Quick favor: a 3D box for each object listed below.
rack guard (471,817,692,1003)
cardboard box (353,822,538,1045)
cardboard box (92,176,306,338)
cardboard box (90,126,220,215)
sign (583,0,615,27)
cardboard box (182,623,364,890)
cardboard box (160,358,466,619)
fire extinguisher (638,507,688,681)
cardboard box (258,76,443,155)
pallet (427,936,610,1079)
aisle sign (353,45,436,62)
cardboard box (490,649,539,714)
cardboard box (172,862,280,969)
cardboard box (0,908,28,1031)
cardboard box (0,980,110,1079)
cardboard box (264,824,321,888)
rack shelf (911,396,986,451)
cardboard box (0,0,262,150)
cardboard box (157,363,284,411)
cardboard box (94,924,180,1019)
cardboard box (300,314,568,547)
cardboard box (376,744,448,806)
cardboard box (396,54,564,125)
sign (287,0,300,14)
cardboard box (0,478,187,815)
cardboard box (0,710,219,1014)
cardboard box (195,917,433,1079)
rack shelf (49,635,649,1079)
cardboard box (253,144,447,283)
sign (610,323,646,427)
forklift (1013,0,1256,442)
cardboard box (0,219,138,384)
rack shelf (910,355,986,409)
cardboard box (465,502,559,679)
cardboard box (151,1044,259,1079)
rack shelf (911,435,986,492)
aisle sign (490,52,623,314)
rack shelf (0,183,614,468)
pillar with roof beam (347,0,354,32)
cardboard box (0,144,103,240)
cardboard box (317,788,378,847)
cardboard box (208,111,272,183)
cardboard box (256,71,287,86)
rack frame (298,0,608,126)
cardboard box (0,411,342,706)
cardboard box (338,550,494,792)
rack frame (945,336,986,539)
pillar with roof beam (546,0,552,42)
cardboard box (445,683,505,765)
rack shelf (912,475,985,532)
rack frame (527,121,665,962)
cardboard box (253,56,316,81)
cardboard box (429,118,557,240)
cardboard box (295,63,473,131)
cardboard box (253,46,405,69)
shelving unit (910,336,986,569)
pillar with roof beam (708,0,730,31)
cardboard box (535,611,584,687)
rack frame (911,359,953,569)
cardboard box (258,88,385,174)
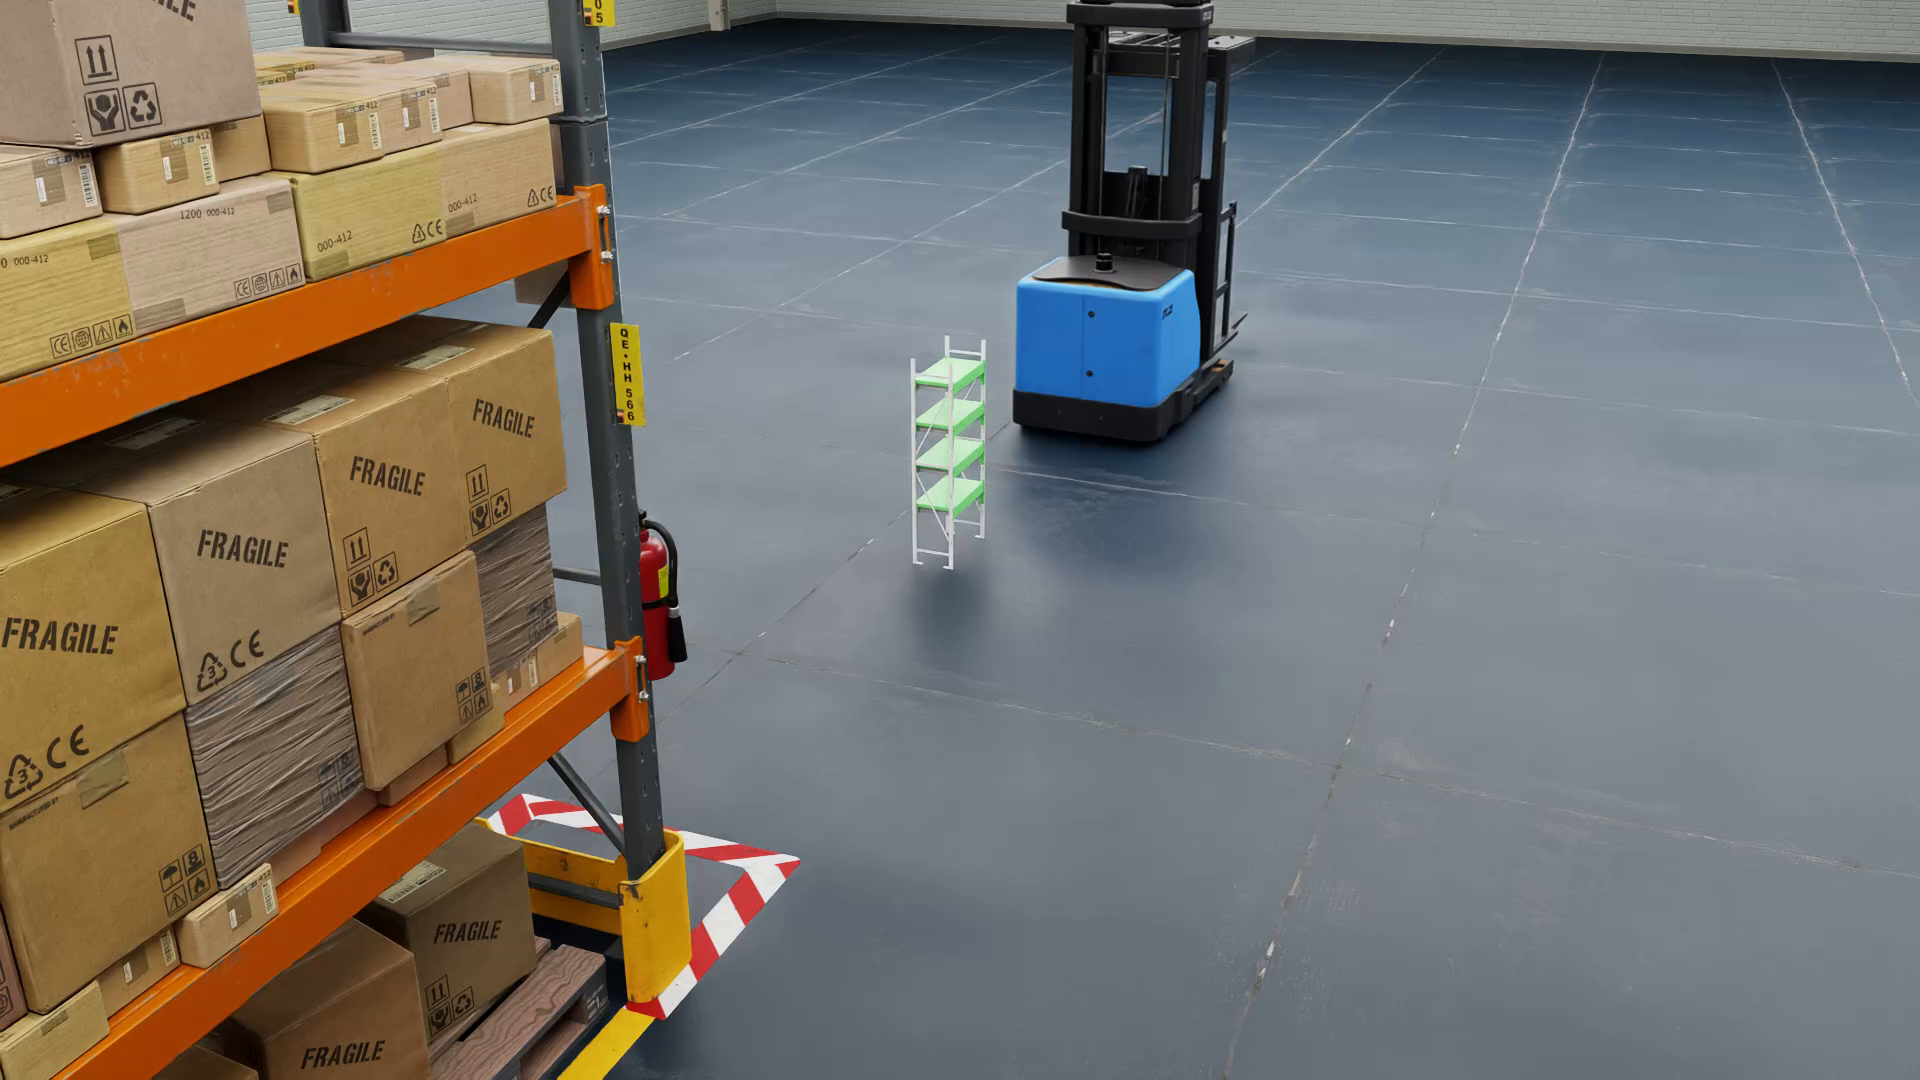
[{"bbox_3d":[-1.568,1.262,6.081,1.175,0.500,0.348,9,24,20],"label":"rack guard"},{"bbox_3d":[-1.788,1.262,5.536,0.500,0.500,0.500,14,26,30],"label":"cardboard box"},{"bbox_3d":[-1.864,-0.664,3.750,0.500,0.250,0.500,9,24,21],"label":"cardboard box"},{"bbox_3d":[-1.844,-0.809,3.581,0.380,0.149,0.250,8,24,17],"label":"cardboard box"},{"bbox_3d":[-1.032,-1.625,4.708,0.100,0.325,0.005,9,24,20],"label":"sign"},{"bbox_3d":[-2.070,0.459,4.243,0.875,0.500,0.500,9,24,20],"label":"cardboard box"},{"bbox_3d":[-1.695,-0.152,4.409,0.500,0.500,0.500,9,24,20],"label":"cardboard box"},{"bbox_3d":[-1.070,0.142,5.620,0.296,0.674,0.183,9,24,20],"label":"fire extinguisher"},{"bbox_3d":[-1.559,-1.084,4.239,0.380,0.149,0.250,8,24,18],"label":"cardboard box"},{"bbox_3d":[-1.903,1.680,5.453,1.003,0.211,1.213,9,24,20],"label":"pallet"},{"bbox_3d":[-1.796,-1.184,5.319,0.394,0.787,0.004,9,24,20],"label":"aisle sign"},{"bbox_3d":[-1.548,0.418,5.184,0.380,0.149,0.250,9,24,20],"label":"cardboard box"},{"bbox_3d":[-1.914,0.880,4.077,0.380,0.149,0.250,9,24,20],"label":"cardboard box"},{"bbox_3d":[-2.491,0.810,3.405,0.875,0.500,0.500,9,24,20],"label":"cardboard box"},{"bbox_3d":[-2.122,1.056,3.657,0.380,0.149,0.250,9,24,20],"label":"cardboard box"},{"bbox_3d":[-1.903,0.778,4.321,0.380,0.149,0.250,9,24,20],"label":"cardboard box"},{"bbox_3d":[-0.061,-0.657,9.309,0.258,0.148,0.480,9,24,20],"label":"rack shelf"},{"bbox_3d":[-1.881,-1.126,3.499,0.500,0.500,0.500,9,24,20],"label":"cardboard box"},{"bbox_3d":[-2.190,-0.228,4.591,0.500,0.500,0.500,9,24,20],"label":"cardboard box"},{"bbox_3d":[-2.071,0.960,3.887,0.380,0.149,0.250,9,24,20],"label":"cardboard box"},{"bbox_3d":[-1.515,-0.332,4.839,0.500,0.500,0.500,9,24,20],"label":"cardboard box"},{"bbox_3d":[-1.700,0.602,4.743,0.380,0.149,0.250,9,24,20],"label":"cardboard box"},{"bbox_3d":[-1.354,-1.274,4.694,0.380,0.149,0.250,9,24,20],"label":"cardboard box"},{"bbox_3d":[-2.044,-1.784,5.104,0.100,0.325,0.005,9,24,20],"label":"sign"},{"bbox_3d":[-2.077,0.204,3.556,0.500,0.500,0.500,9,24,20],"label":"cardboard box"},{"bbox_3d":[-2.267,0.637,3.819,0.875,0.500,0.500,9,24,20],"label":"cardboard box"},{"bbox_3d":[-1.978,1.480,5.012,0.500,0.500,0.500,16,28,34],"label":"cardboard box"},{"bbox_3d":[-2.283,1.129,4.090,1.077,0.370,4.000,9,24,20],"label":"rack shelf"},{"bbox_3d":[-1.666,-0.846,4.186,0.500,0.250,0.500,9,24,20],"label":"cardboard box"},{"bbox_3d":[-1.032,-0.513,5.173,0.100,0.325,0.005,9,24,20],"label":"sign"},{"bbox_3d":[1.430,-2.544,12.037,1.130,2.935,3.031,10,25,22],"label":"forklift"},{"bbox_3d":[-2.046,-0.483,3.318,0.500,0.250,0.500,8,24,19],"label":"cardboard box"},{"bbox_3d":[-0.062,-0.878,9.217,0.258,0.148,0.480,9,24,20],"label":"rack shelf"},{"bbox_3d":[-1.770,0.090,5.126,0.875,0.500,0.500,9,24,20],"label":"cardboard box"},{"bbox_3d":[-2.228,1.702,4.482,0.500,0.500,0.500,11,25,25],"label":"cardboard box"},{"bbox_3d":[-0.061,-0.435,9.402,0.258,0.148,0.480,9,24,20],"label":"rack shelf"},{"bbox_3d":[-1.239,-1.098,5.114,0.394,0.787,0.004,9,24,20],"label":"aisle sign"},{"bbox_3d":[-2.283,-0.256,3.512,1.077,0.370,4.000,9,24,20],"label":"rack shelf"},{"bbox_3d":[-5.763,-10.520,23.261,9.100,9.000,0.400,9,24,20],"label":"pillar with roof beam"},{"bbox_3d":[-1.989,-0.718,3.363,0.380,0.149,0.250,7,24,17],"label":"cardboard box"},{"bbox_3d":[-1.831,0.685,4.543,0.380,0.149,0.250,9,24,20],"label":"cardboard box"},{"bbox_3d":[-1.838,-0.920,3.846,0.380,0.149,0.250,9,24,21],"label":"cardboard box"},{"bbox_3d":[-2.023,-1.166,4.434,0.380,0.149,0.250,8,24,19],"label":"cardboard box"},{"bbox_3d":[-1.540,-2.687,4.508,1.000,3.000,0.127,9,24,20],"label":"rack frame"},{"bbox_3d":[-1.883,0.027,3.981,0.500,0.500,0.500,9,24,20],"label":"cardboard box"},{"bbox_3d":[-1.844,0.287,4.657,0.875,0.500,0.500,9,24,20],"label":"cardboard box"},{"bbox_3d":[0.029,-0.582,9.586,0.240,1.200,0.015,9,24,20],"label":"rack frame"},{"bbox_3d":[-3.535,-12.667,28.401,9.100,9.000,0.400,9,24,20],"label":"pillar with roof beam"},{"bbox_3d":[-1.593,0.515,4.952,0.380,0.149,0.250,9,24,20],"label":"cardboard box"},{"bbox_3d":[-0.061,-0.214,9.494,0.258,0.148,0.480,9,24,20],"label":"rack shelf"},{"bbox_3d":[-1.540,0.081,5.664,1.000,3.000,0.127,9,24,20],"label":"rack frame"},{"bbox_3d":[-2.043,-1.274,4.693,0.380,0.149,0.250,9,24,21],"label":"cardboard box"},{"bbox_3d":[-1.483,-1.025,4.615,0.500,0.250,0.500,9,24,21],"label":"cardboard box"},{"bbox_3d":[-1.559,-1.198,4.511,0.380,0.149,0.250,8,24,18],"label":"cardboard box"},{"bbox_3d":[-1.857,-1.352,4.882,0.380,0.149,0.250,9,24,20],"label":"cardboard box"},{"bbox_3d":[-0.061,-0.494,9.377,0.258,1.200,0.503,9,24,20],"label":"shelving unit"},{"bbox_3d":[-1.306,-14.815,33.541,9.100,9.000,0.400,9,24,20],"label":"pillar with roof beam"},{"bbox_3d":[-1.454,0.328,5.398,0.380,0.149,0.250,9,24,20],"label":"cardboard box"},{"bbox_3d":[-0.152,-0.407,9.168,0.240,1.200,0.015,9,24,20],"label":"rack frame"},{"bbox_3d":[-1.630,-0.991,4.016,0.380,0.149,0.250,9,24,20],"label":"cardboard box"}]
